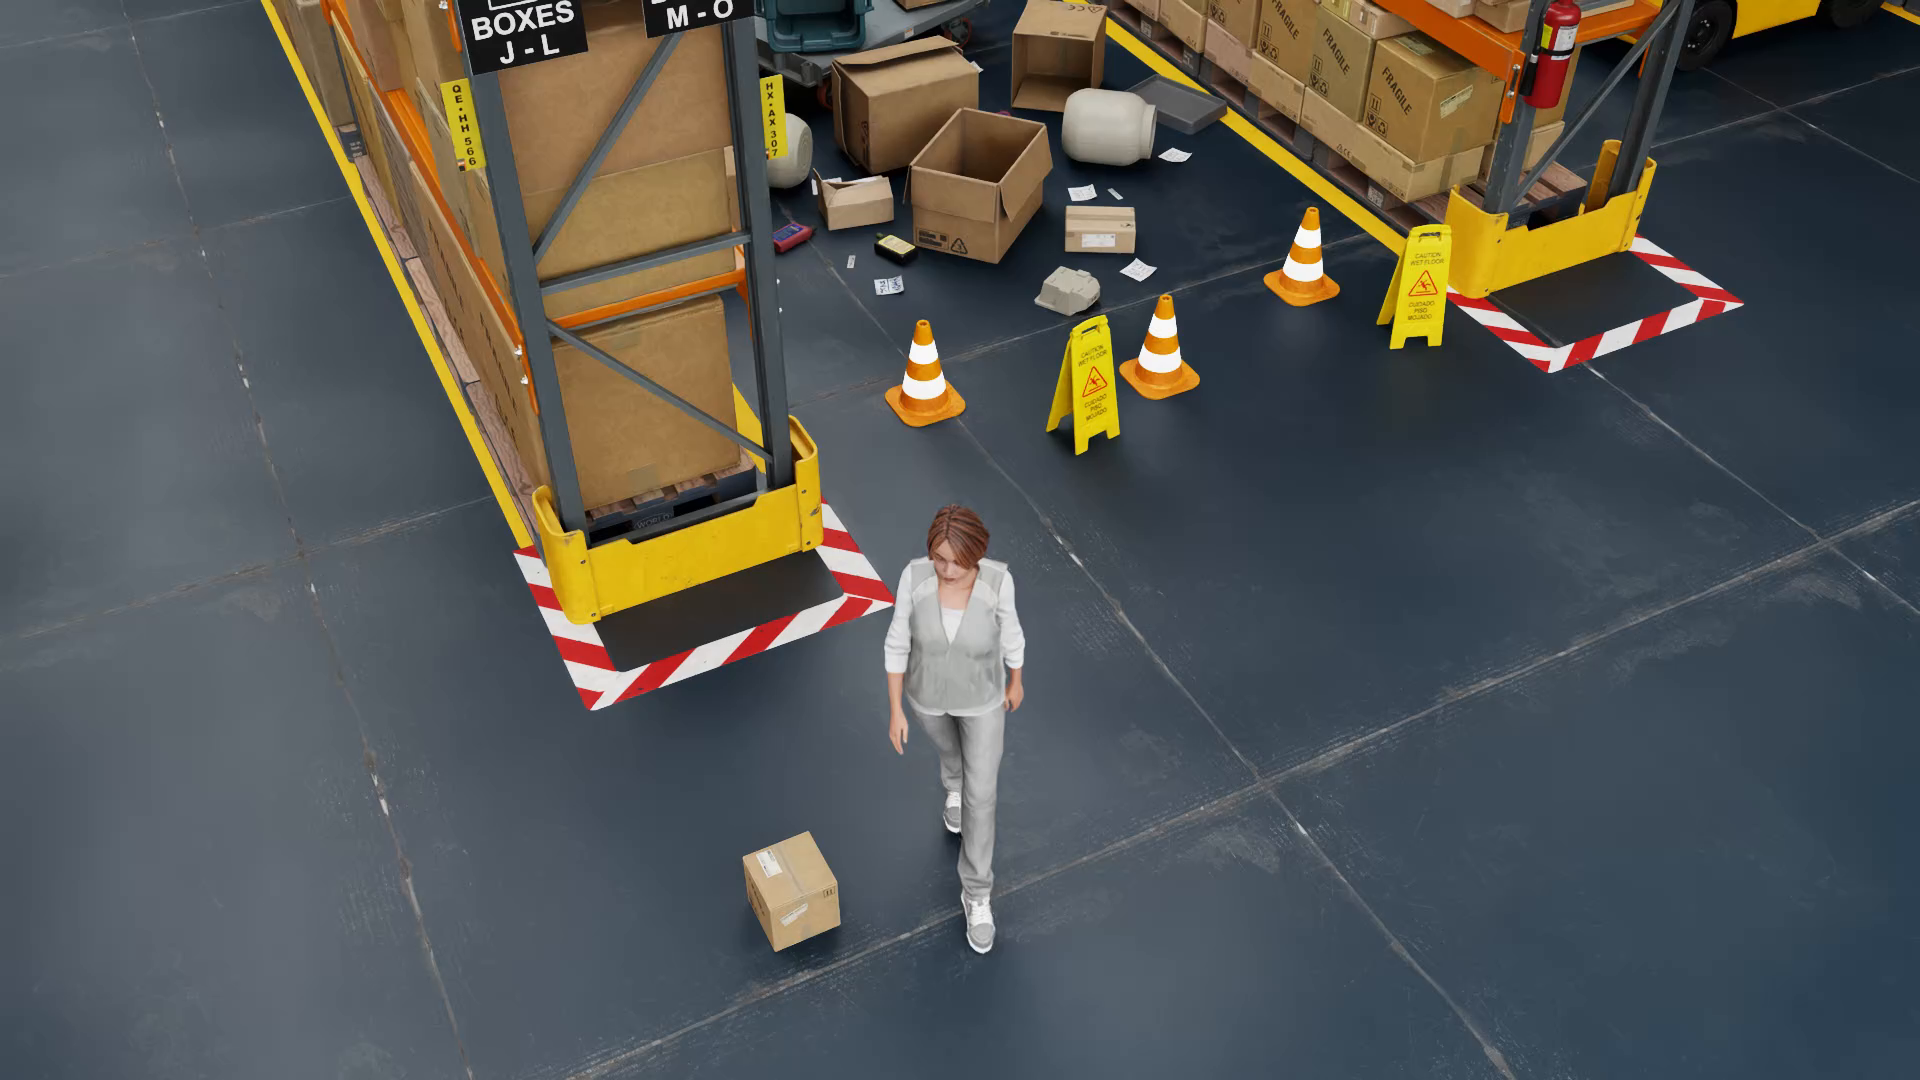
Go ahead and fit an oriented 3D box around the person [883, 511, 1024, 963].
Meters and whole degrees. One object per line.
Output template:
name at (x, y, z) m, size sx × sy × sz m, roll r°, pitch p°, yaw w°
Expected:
person at (-0.041, 0.587, 5.493) m, size 0.454 × 1.568 × 0.862 m, roll 10°, pitch 43°, yaw 11°
